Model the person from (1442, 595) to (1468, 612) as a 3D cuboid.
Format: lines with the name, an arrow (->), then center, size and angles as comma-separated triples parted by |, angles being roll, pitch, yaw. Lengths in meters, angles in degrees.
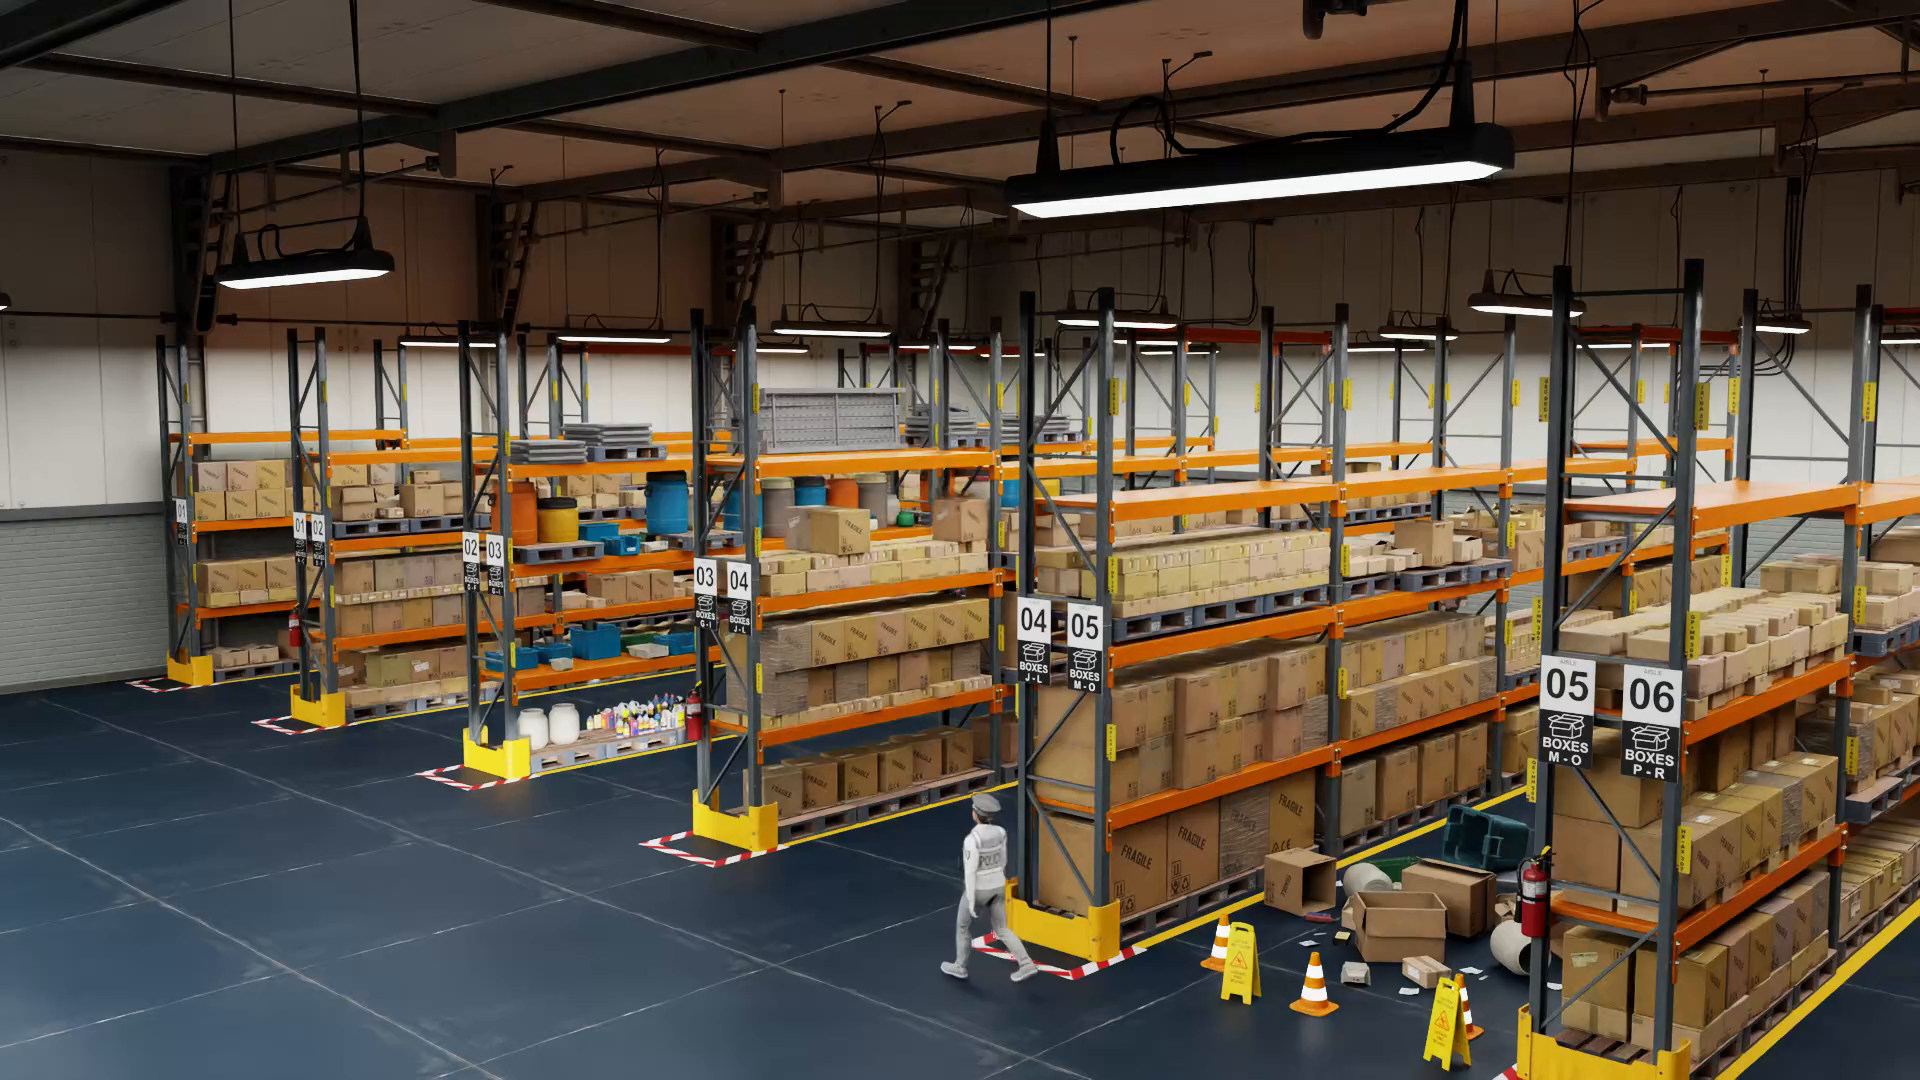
person -> 9.900, 1.171, 33.445 | 0.559, 1.718, 1.206 | -3, 6, -28

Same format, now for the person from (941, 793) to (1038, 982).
person -> 0.231, 2.995, 14.257 | 0.970, 1.645, 0.486 | 5, 7, 43
